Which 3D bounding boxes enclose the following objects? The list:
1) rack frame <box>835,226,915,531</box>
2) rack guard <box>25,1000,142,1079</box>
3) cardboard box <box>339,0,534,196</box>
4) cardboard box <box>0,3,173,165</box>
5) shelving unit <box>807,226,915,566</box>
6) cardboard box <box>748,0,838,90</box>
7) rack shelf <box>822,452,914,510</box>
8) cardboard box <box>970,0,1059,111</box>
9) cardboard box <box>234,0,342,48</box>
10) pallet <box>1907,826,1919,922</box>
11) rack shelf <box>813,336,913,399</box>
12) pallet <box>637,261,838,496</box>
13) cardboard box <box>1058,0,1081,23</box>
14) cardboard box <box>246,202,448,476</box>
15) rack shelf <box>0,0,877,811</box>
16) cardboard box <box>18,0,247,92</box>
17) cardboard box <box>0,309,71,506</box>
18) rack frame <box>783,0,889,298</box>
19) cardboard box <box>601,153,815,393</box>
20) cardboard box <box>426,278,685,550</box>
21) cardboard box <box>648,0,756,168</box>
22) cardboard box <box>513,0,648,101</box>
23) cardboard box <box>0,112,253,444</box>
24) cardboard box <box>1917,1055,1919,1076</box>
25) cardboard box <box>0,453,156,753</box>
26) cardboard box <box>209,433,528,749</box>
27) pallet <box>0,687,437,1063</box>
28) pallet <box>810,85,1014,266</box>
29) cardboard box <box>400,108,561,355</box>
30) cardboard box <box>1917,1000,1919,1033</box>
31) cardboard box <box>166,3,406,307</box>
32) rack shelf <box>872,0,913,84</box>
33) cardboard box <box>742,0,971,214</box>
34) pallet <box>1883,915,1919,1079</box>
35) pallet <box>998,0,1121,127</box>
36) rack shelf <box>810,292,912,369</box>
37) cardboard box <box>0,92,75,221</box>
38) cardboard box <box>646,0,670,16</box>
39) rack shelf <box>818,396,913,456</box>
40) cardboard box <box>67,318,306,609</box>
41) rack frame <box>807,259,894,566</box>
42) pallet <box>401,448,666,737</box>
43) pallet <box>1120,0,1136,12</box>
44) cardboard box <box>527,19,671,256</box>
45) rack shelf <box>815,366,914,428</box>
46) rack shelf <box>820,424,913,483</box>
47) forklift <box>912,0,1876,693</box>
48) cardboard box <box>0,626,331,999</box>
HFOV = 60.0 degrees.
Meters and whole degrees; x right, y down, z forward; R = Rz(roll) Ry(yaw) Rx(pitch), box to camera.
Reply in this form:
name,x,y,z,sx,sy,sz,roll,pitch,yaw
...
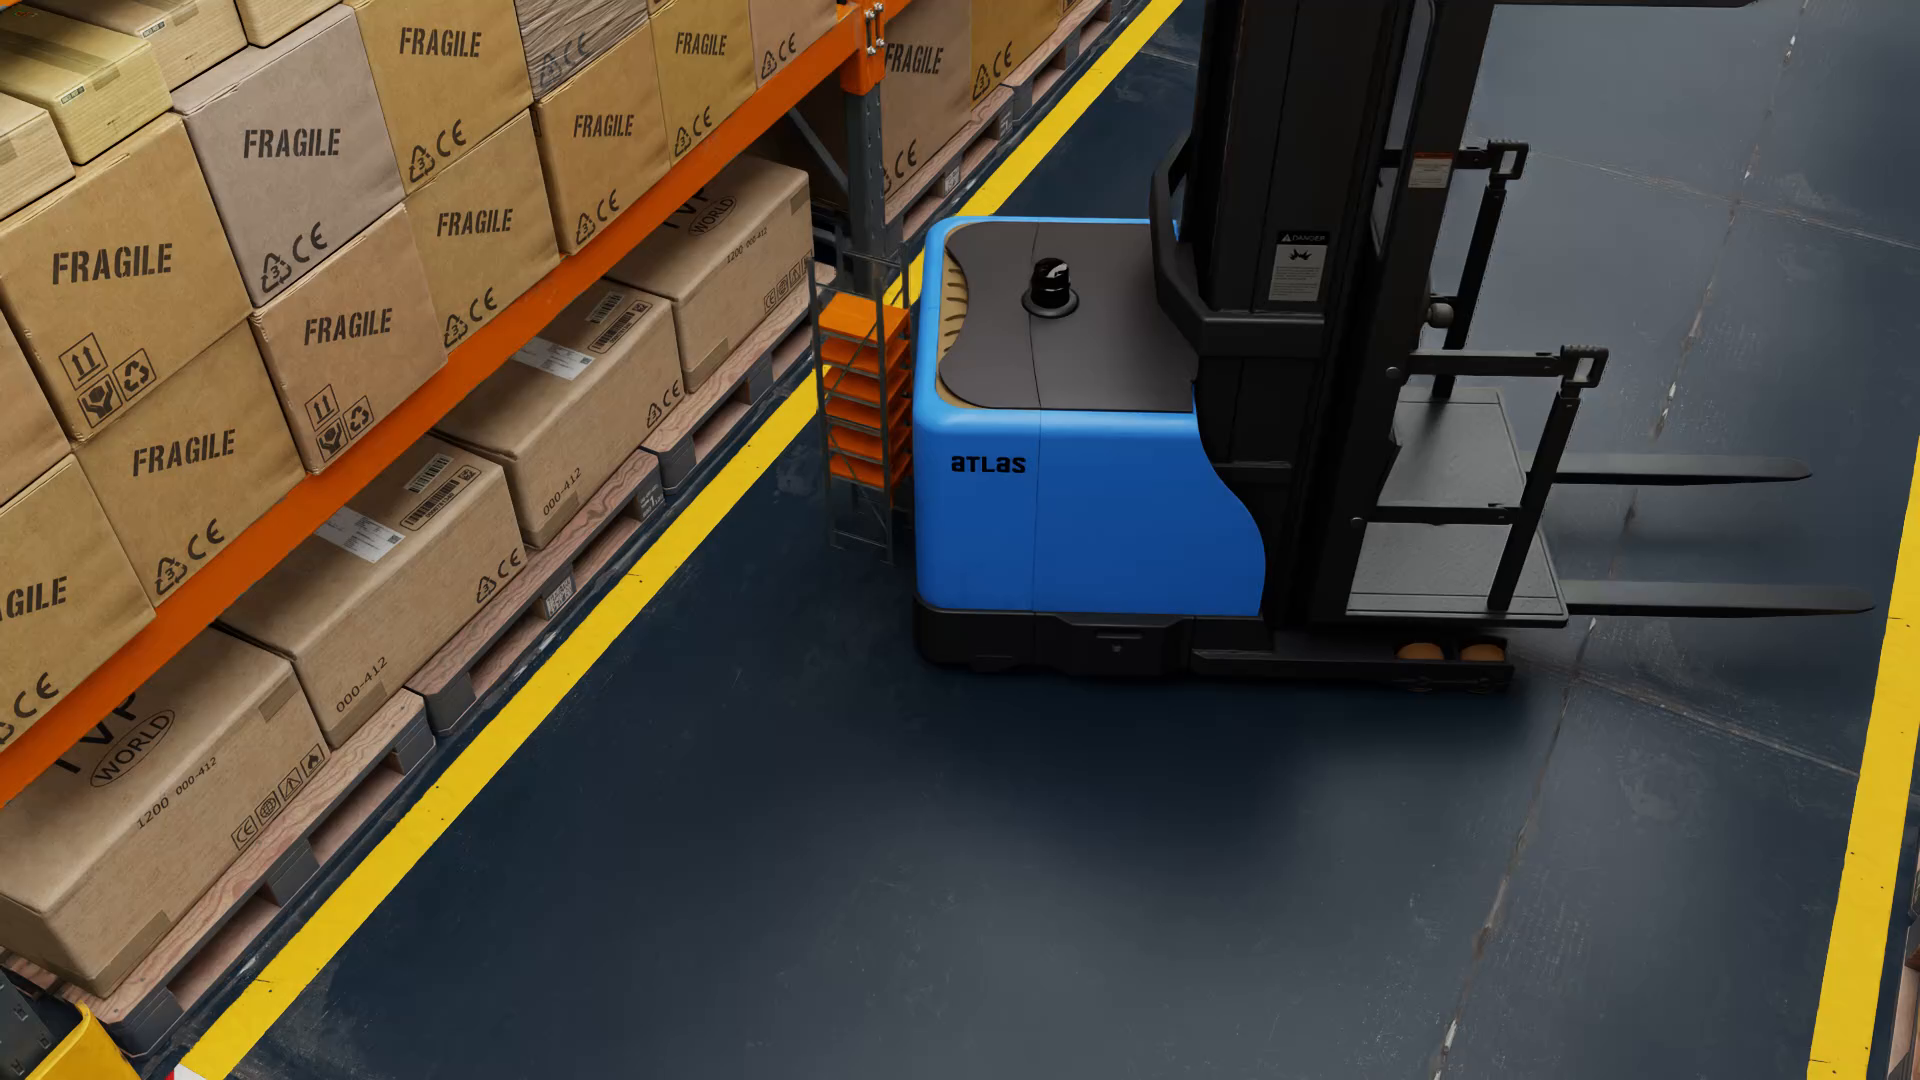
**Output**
name,x,y,z,sx,sy,sz,roll,pitch,yaw
rack frame,-0.265,-0.488,5.389,0.240,1.200,0.006,17,48,16
rack guard,-2.630,1.212,4.200,1.175,0.500,0.348,20,49,19
cardboard box,-1.447,-1.246,4.099,0.500,0.500,0.500,21,49,19
cardboard box,-1.821,-0.915,3.316,0.380,0.149,0.250,19,48,18
shelving unit,-0.301,-0.428,5.329,0.258,1.200,0.189,17,48,16
cardboard box,-0.750,-1.860,5.409,0.500,0.500,0.500,21,49,19
rack shelf,-0.301,-0.228,5.532,0.258,0.103,0.180,17,48,16
cardboard box,-0.132,-2.591,7.400,0.875,0.875,0.875,22,49,20
cardboard box,-1.593,-1.241,3.638,0.380,0.149,0.250,21,49,19
pallet,3.389,0.784,4.827,1.003,0.211,1.213,20,49,19
rack shelf,-0.301,-0.566,5.190,0.258,0.103,0.180,17,48,16
pallet,-1.184,-0.768,6.361,1.003,0.211,1.213,20,49,19
cardboard box,0.283,-3.154,7.957,0.875,0.875,0.875,21,49,20
cardboard box,-1.679,-0.567,4.131,0.500,0.500,0.500,20,49,19
rack shelf,-1.690,-0.689,4.827,1.077,0.370,4.000,20,49,19
cardboard box,-1.746,-1.098,3.496,0.380,0.149,0.250,21,49,19
cardboard box,-2.143,-0.277,3.141,0.500,0.500,0.500,19,48,18
rack frame,-0.762,-2.201,5.817,1.000,3.000,0.127,20,49,19
cardboard box,-1.148,-1.088,6.223,0.875,0.438,0.875,20,49,19
cardboard box,-1.563,-0.524,5.665,0.875,0.438,0.875,19,48,18
cardboard box,-0.984,-1.534,5.087,0.500,0.500,0.500,19,48,18
cardboard box,-1.207,-1.559,4.408,0.500,0.500,0.500,21,49,20
cardboard box,-1.910,-0.604,3.465,0.500,0.500,0.500,19,48,18
cardboard box,2.512,1.216,3.939,0.380,0.149,0.250,21,49,19
cardboard box,-2.141,0.076,3.496,0.500,0.500,0.500,20,49,19
cardboard box,-1.983,0.043,5.104,0.875,0.438,0.875,22,49,20
pallet,-2.317,0.769,4.842,1.003,0.211,1.213,20,49,19
pallet,-0.470,-1.732,7.314,1.003,0.211,1.213,20,49,19
cardboard box,-1.461,-0.888,4.448,0.500,0.500,0.500,22,49,20
cardboard box,2.650,1.178,4.186,0.380,0.149,0.250,19,48,18
cardboard box,-1.678,-0.931,3.788,0.500,0.500,0.500,20,49,19
rack shelf,0.167,-3.209,7.318,1.077,0.370,4.000,20,49,19
cardboard box,-0.545,-2.019,6.835,0.875,0.875,0.875,22,49,20
pallet,2.824,1.556,4.064,1.003,0.211,1.213,20,49,19
pallet,0.095,-2.504,8.076,1.003,0.211,1.213,20,49,19
rack shelf,-0.301,-0.650,5.105,0.258,0.103,0.180,17,48,16
cardboard box,-1.928,-0.743,3.146,0.380,0.149,0.250,22,49,20
cardboard box,-0.979,-1.883,4.728,0.500,0.500,0.500,20,49,18
rack shelf,-0.301,-0.397,5.361,0.258,0.103,0.180,17,48,16
cardboard box,-1.931,-0.252,3.820,0.500,0.500,0.500,20,49,19
rack frame,-0.337,-0.368,5.270,0.240,1.200,0.006,17,48,16
pallet,-1.749,0.003,5.598,1.003,0.211,1.213,20,49,19
pallet,0.663,-3.269,8.833,1.003,0.211,1.213,20,49,19
cardboard box,-1.205,-1.213,4.769,0.500,0.500,0.500,20,49,18
rack shelf,-0.301,-0.481,5.276,0.258,0.103,0.180,17,48,16
rack shelf,-0.301,-0.312,5.446,0.258,0.103,0.180,17,48,16
forklift,1.380,-0.932,4.610,3.031,2.935,1.130,1,45,1
cardboard box,-2.401,0.623,4.532,0.875,0.438,0.875,19,48,18
